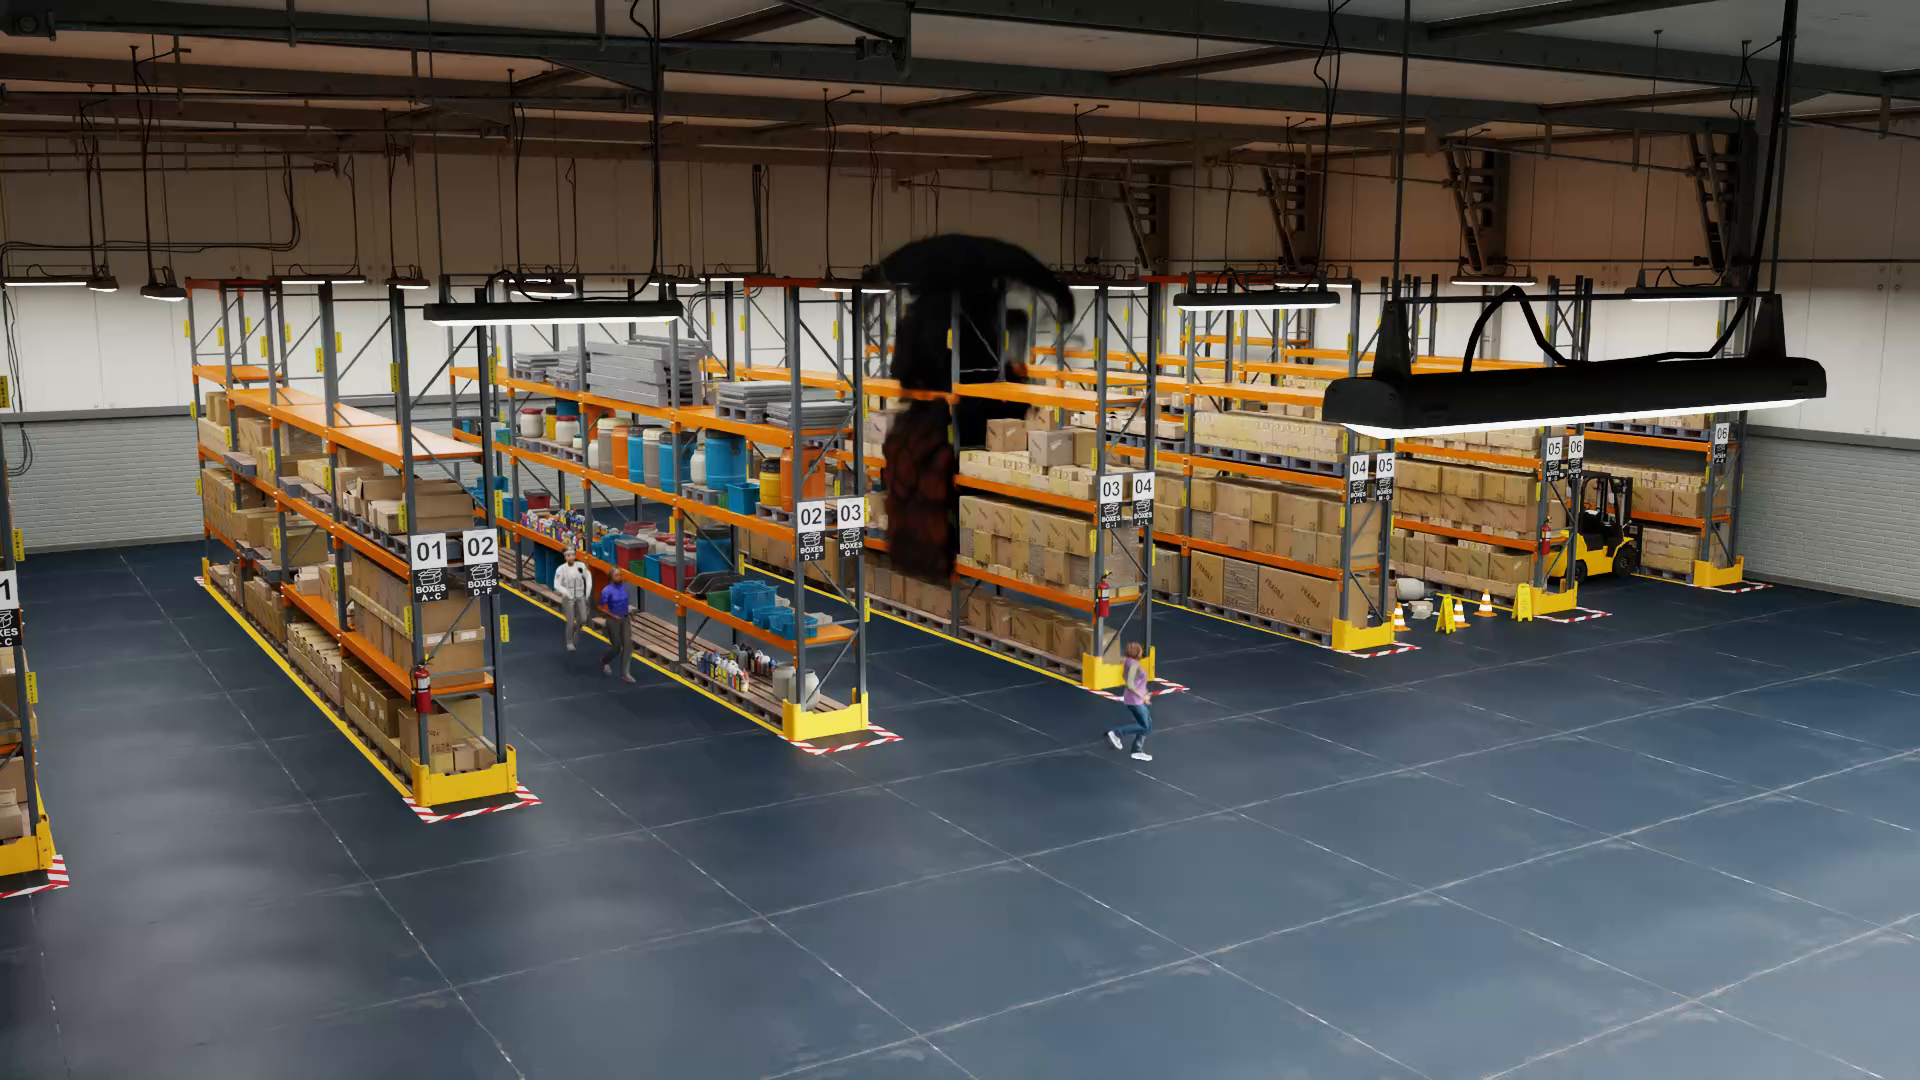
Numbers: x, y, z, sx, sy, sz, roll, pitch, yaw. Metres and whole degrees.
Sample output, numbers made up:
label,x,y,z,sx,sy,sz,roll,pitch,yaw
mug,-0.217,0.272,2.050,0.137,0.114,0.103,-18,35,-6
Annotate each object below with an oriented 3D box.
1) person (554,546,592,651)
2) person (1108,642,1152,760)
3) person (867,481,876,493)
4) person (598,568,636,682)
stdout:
label,x,y,z,sx,sy,sz,roll,pitch,yaw
person,-6.014,0.913,25.901,0.605,1.667,0.585,-5,11,-27
person,2.176,2.063,21.220,0.579,1.535,0.550,0,10,-1
person,-1.975,-0.446,35.739,0.601,1.686,0.796,-6,12,-34
person,-4.967,1.218,24.153,0.703,1.655,0.578,8,13,41
